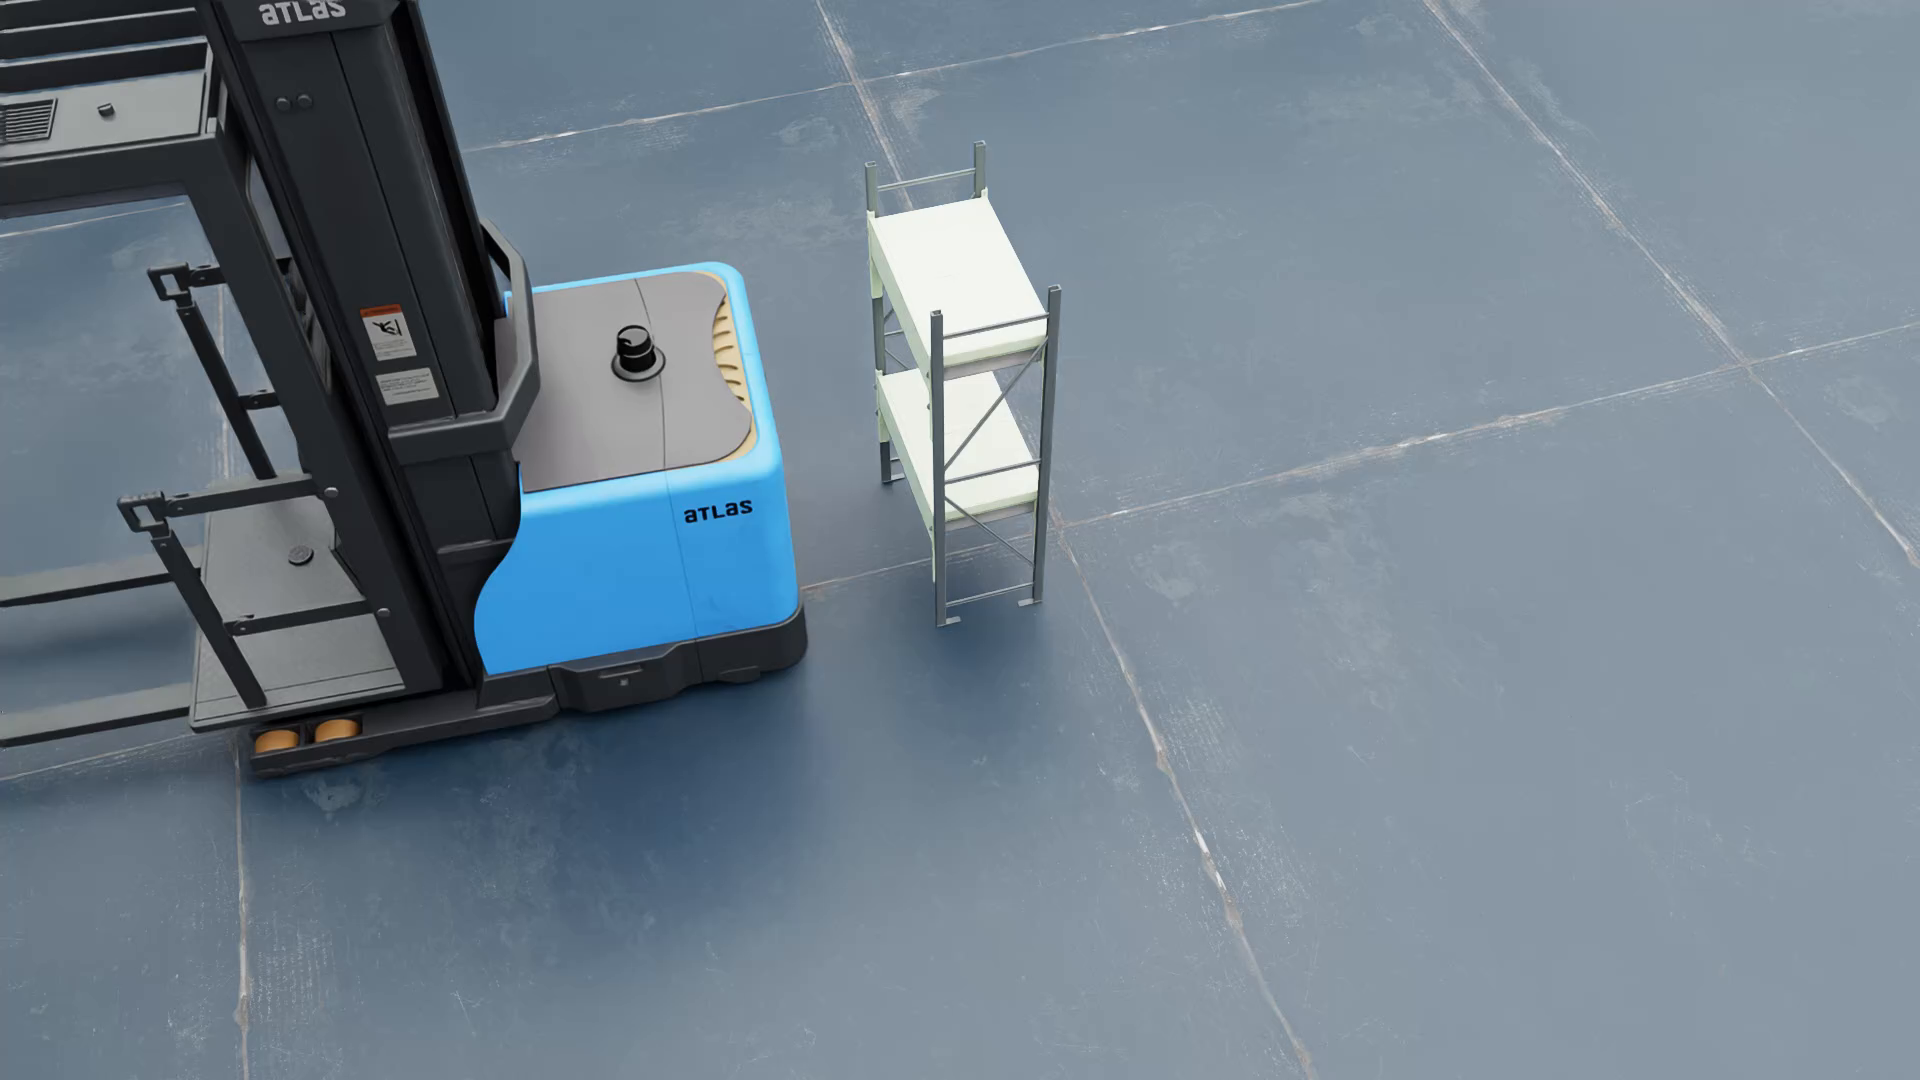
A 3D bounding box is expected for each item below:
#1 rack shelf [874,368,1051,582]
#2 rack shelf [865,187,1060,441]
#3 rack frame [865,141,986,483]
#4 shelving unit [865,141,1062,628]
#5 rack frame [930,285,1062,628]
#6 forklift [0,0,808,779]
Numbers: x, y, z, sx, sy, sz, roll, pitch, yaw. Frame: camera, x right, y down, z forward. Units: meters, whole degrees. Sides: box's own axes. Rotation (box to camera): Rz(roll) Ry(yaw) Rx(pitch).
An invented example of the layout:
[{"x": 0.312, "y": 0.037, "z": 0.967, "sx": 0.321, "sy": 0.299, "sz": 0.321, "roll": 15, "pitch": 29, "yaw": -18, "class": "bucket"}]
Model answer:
[{"x": -0.002, "y": -0.278, "z": 5.930, "sx": 0.431, "sy": 0.370, "sz": 0.720, "roll": -13, "pitch": 51, "yaw": -11, "class": "rack shelf"}, {"x": -0.002, "y": -0.740, "z": 5.382, "sx": 0.431, "sy": 0.370, "sz": 0.720, "roll": -13, "pitch": 51, "yaw": -11, "class": "rack shelf"}, {"x": -0.110, "y": -0.756, "z": 5.906, "sx": 0.400, "sy": 1.500, "sz": 0.023, "roll": -13, "pitch": 51, "yaw": -11, "class": "rack frame"}, {"x": -0.002, "y": -0.488, "z": 5.681, "sx": 0.431, "sy": 1.500, "sz": 0.755, "roll": -13, "pitch": 51, "yaw": -11, "class": "shelving unit"}, {"x": 0.106, "y": -0.221, "z": 5.455, "sx": 0.400, "sy": 1.500, "sz": 0.023, "roll": -13, "pitch": 51, "yaw": -11, "class": "rack frame"}, {"x": -2.109, "y": -0.602, "z": 4.841, "sx": 3.031, "sy": 2.935, "sz": 1.130, "roll": -10, "pitch": 51, "yaw": -8, "class": "forklift"}]
